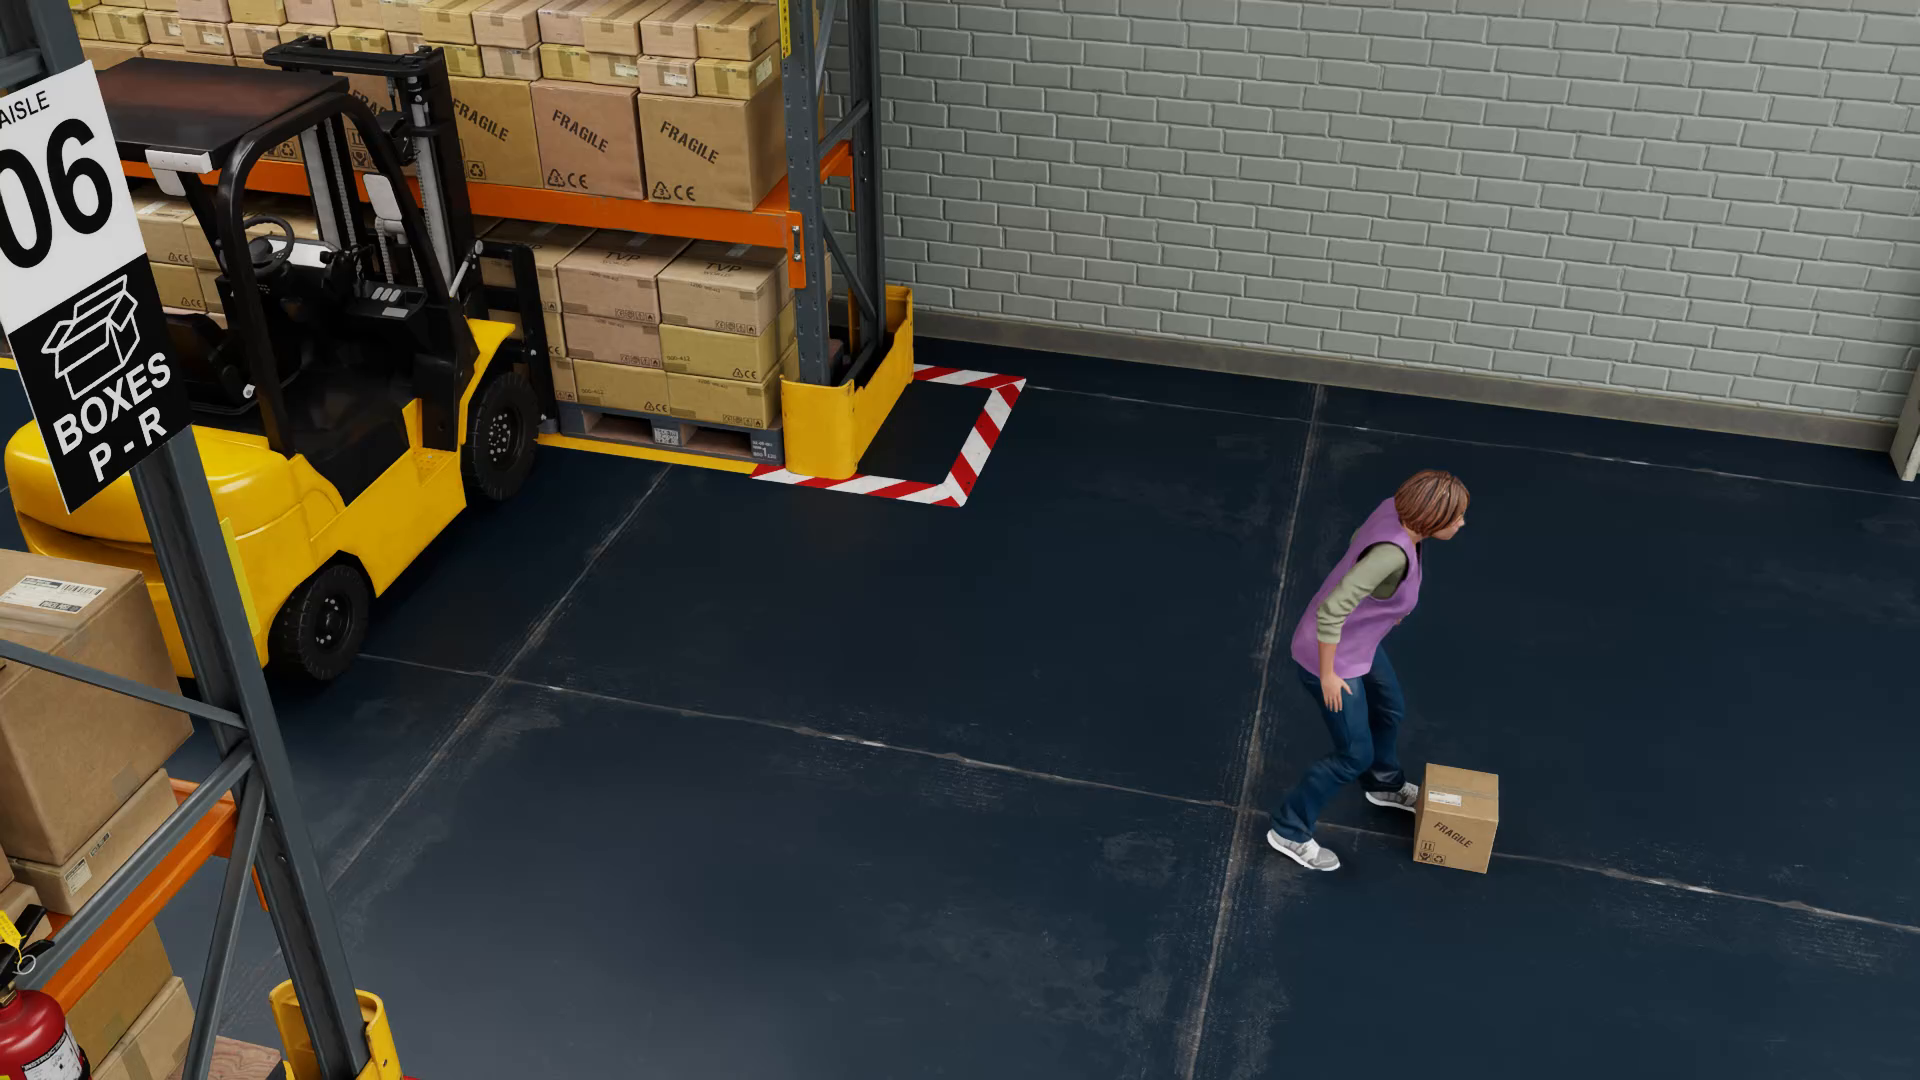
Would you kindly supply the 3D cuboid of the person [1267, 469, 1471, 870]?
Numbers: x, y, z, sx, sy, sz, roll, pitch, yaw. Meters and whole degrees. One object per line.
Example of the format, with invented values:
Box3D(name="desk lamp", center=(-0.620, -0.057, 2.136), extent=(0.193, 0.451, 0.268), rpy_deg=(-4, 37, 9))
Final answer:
Box3D(name="person", center=(1.412, 0.414, 5.608), extent=(0.586, 1.536, 0.611), rpy_deg=(12, 35, 17))
